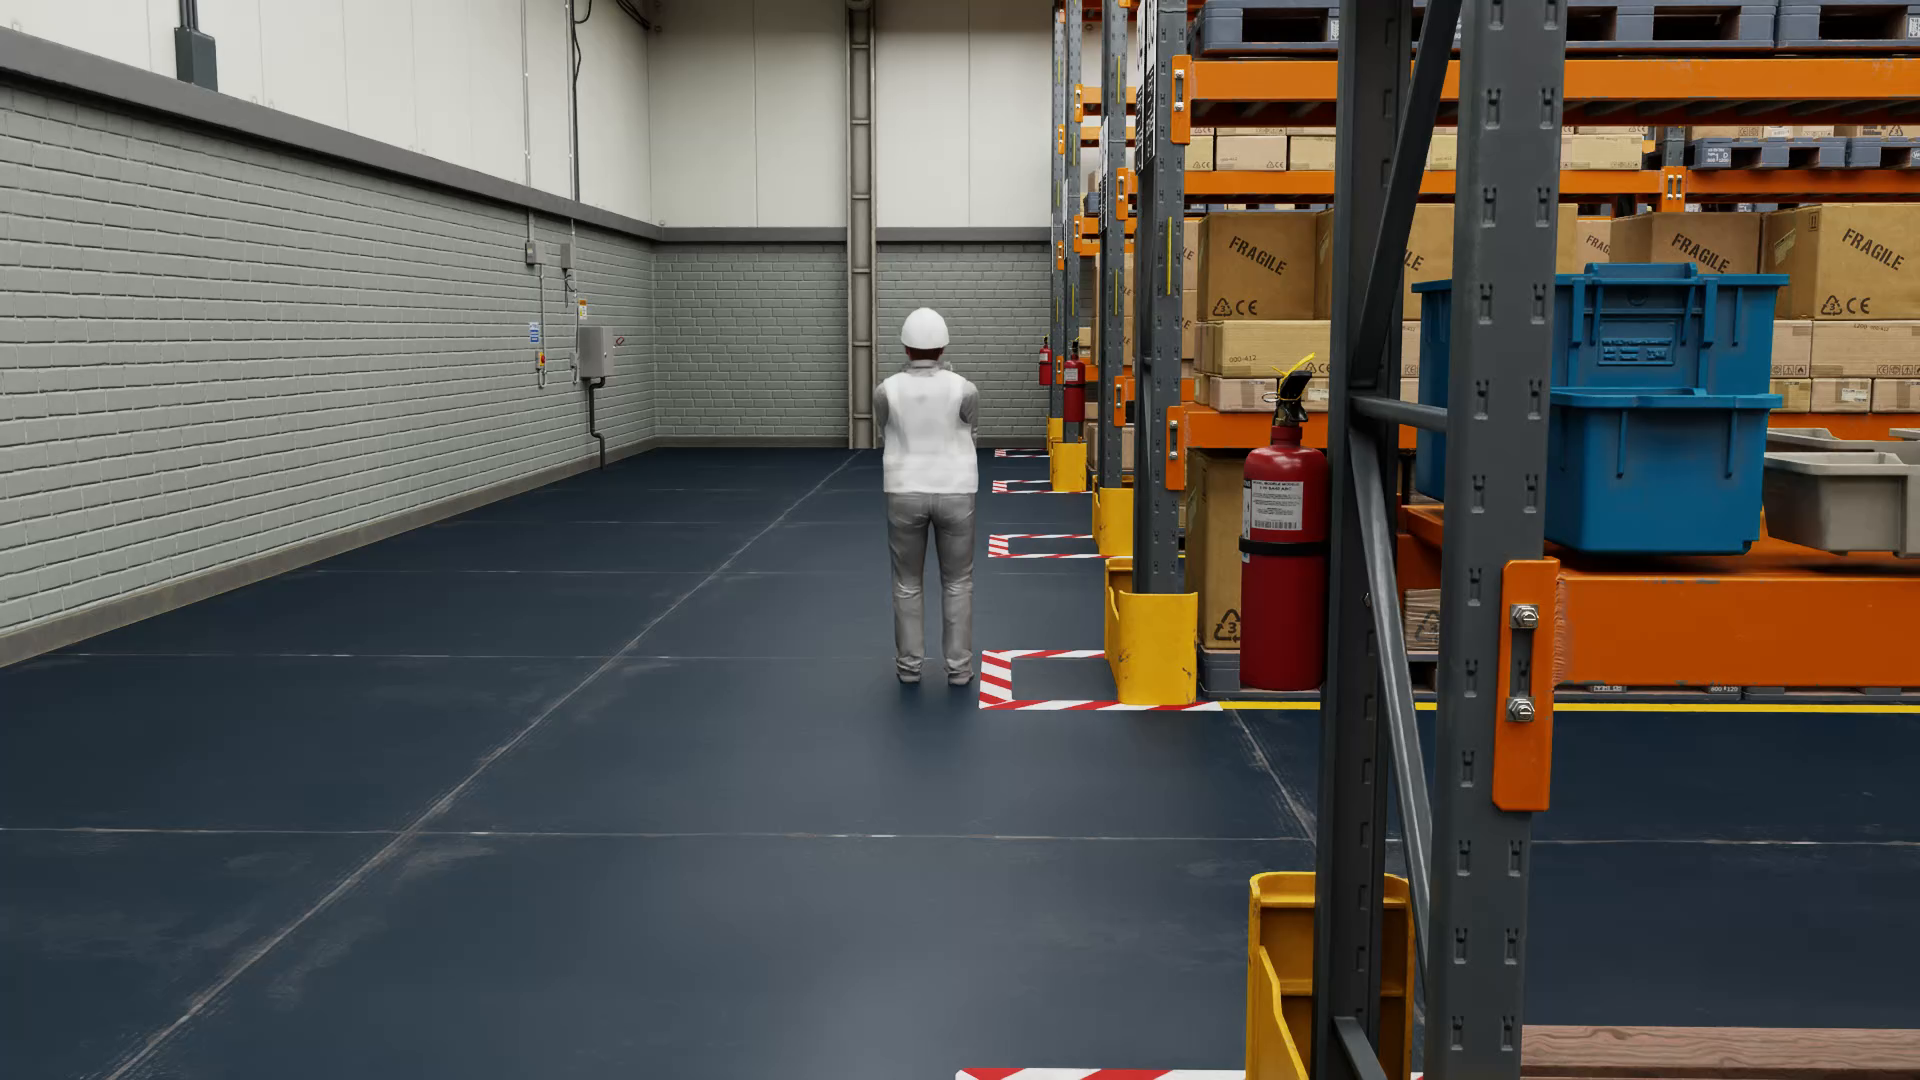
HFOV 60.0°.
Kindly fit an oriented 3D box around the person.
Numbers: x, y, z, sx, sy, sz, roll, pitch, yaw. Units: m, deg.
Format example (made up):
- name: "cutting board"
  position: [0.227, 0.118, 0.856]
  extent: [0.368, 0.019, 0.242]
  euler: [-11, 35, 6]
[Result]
- name: "person"
  position: [-0.152, -0.213, 7.892]
  extent: [0.494, 1.762, 0.563]
  euler: [0, 7, 2]
